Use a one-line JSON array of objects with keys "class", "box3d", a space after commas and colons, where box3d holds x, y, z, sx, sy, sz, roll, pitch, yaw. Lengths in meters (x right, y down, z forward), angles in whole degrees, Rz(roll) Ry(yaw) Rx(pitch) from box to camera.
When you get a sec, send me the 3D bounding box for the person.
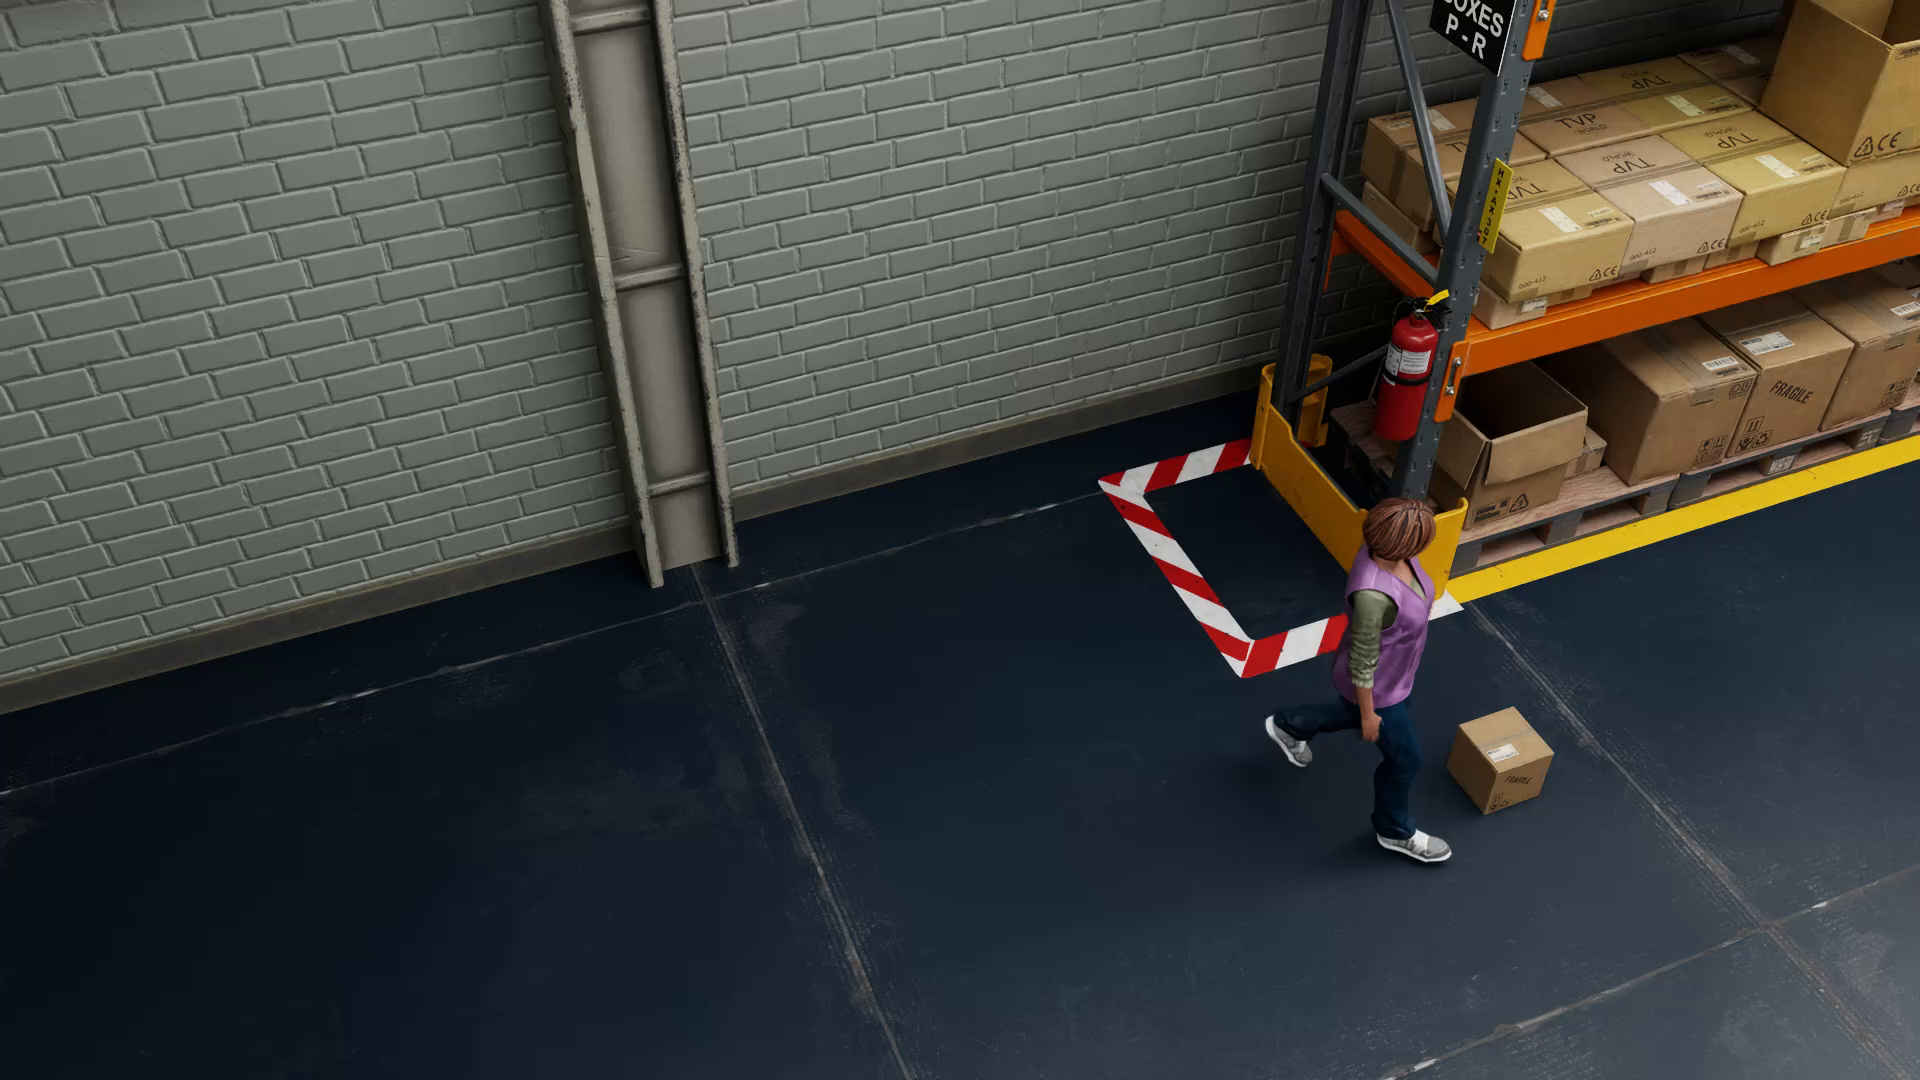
[{"class": "person", "box3d": [1.450, 0.456, 5.672, 0.762, 1.557, 0.438, 15, 44, 16]}]
